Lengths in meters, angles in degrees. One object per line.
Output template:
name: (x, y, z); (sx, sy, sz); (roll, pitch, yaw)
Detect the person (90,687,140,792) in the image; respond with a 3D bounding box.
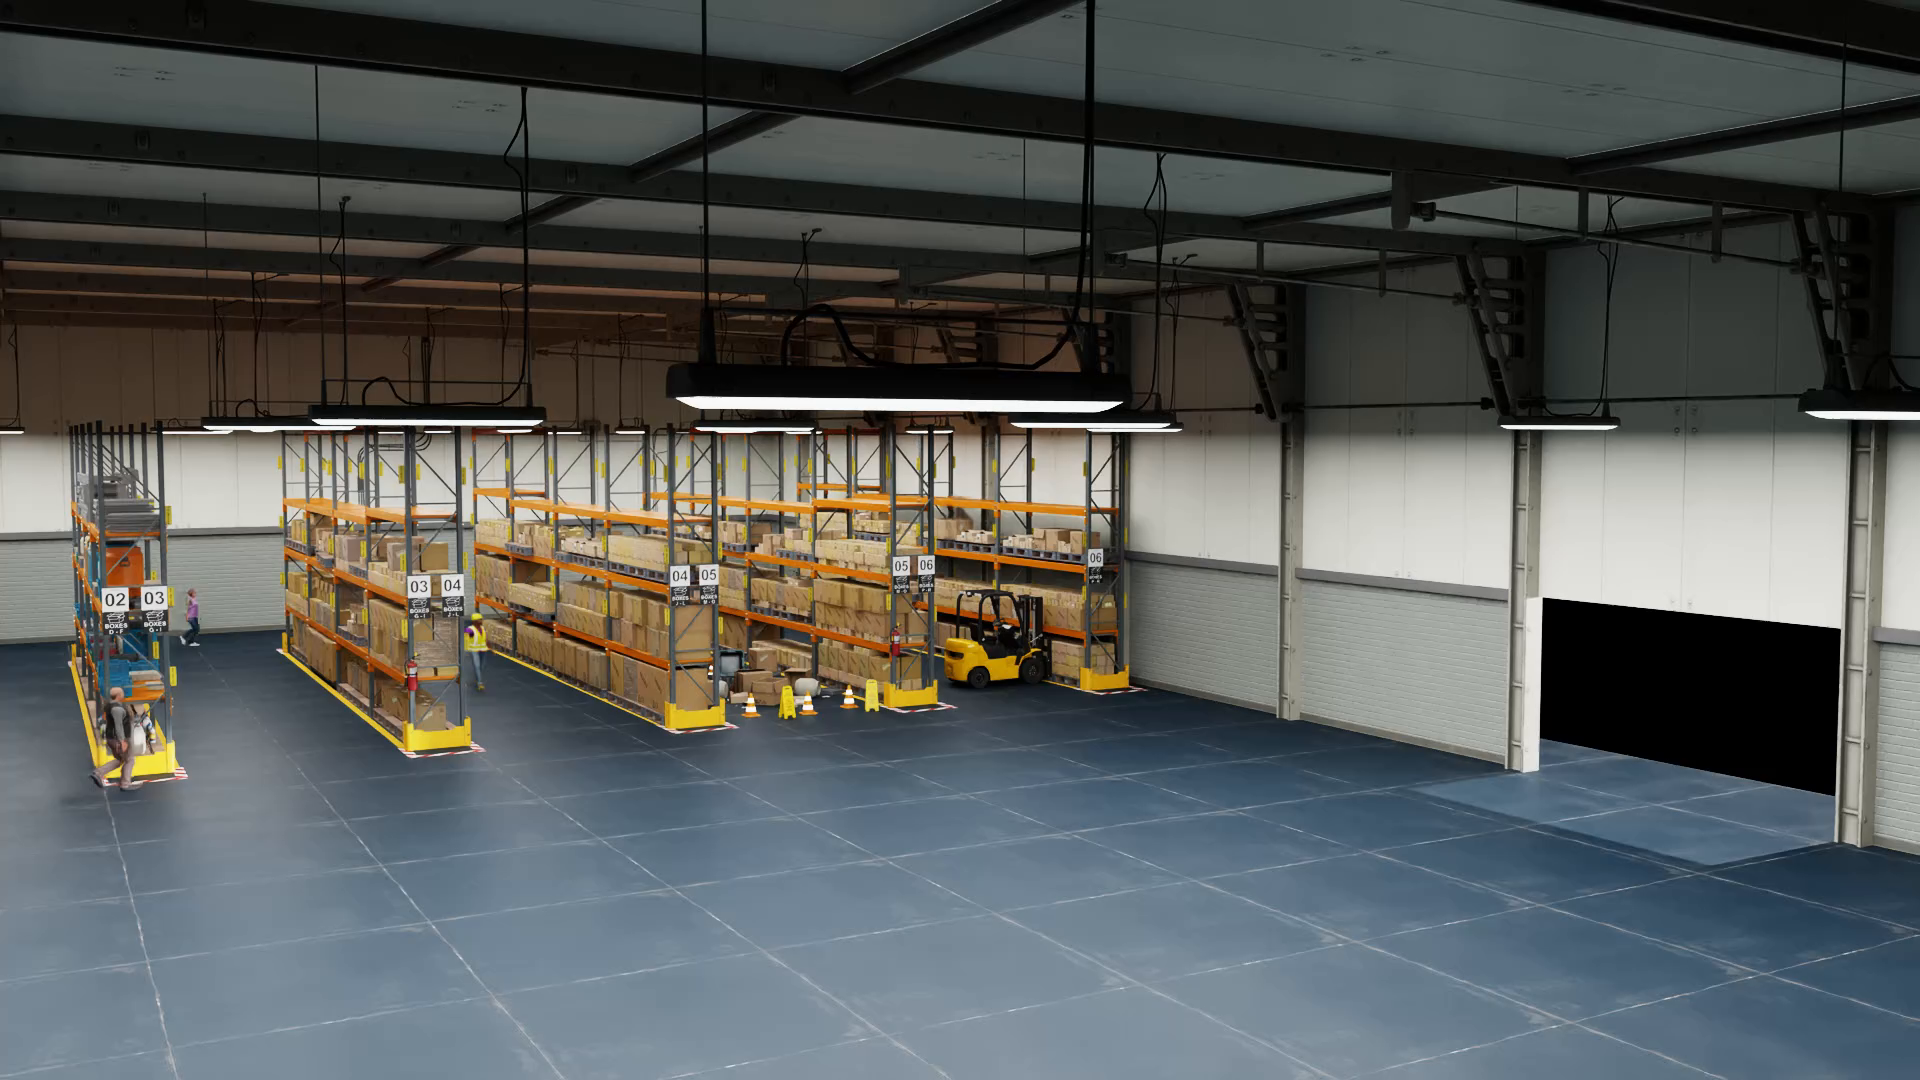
person: (-13.592, 3.215, 26.751); (0.700, 1.695, 0.587); (-3, 5, -43)

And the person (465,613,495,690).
person: (-10.982, 2.531, 37.856); (0.759, 1.725, 1.080); (-2, 4, -34)

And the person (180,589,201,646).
person: (-21.038, 2.120, 45.449); (0.477, 1.585, 0.448); (0, 4, 0)
